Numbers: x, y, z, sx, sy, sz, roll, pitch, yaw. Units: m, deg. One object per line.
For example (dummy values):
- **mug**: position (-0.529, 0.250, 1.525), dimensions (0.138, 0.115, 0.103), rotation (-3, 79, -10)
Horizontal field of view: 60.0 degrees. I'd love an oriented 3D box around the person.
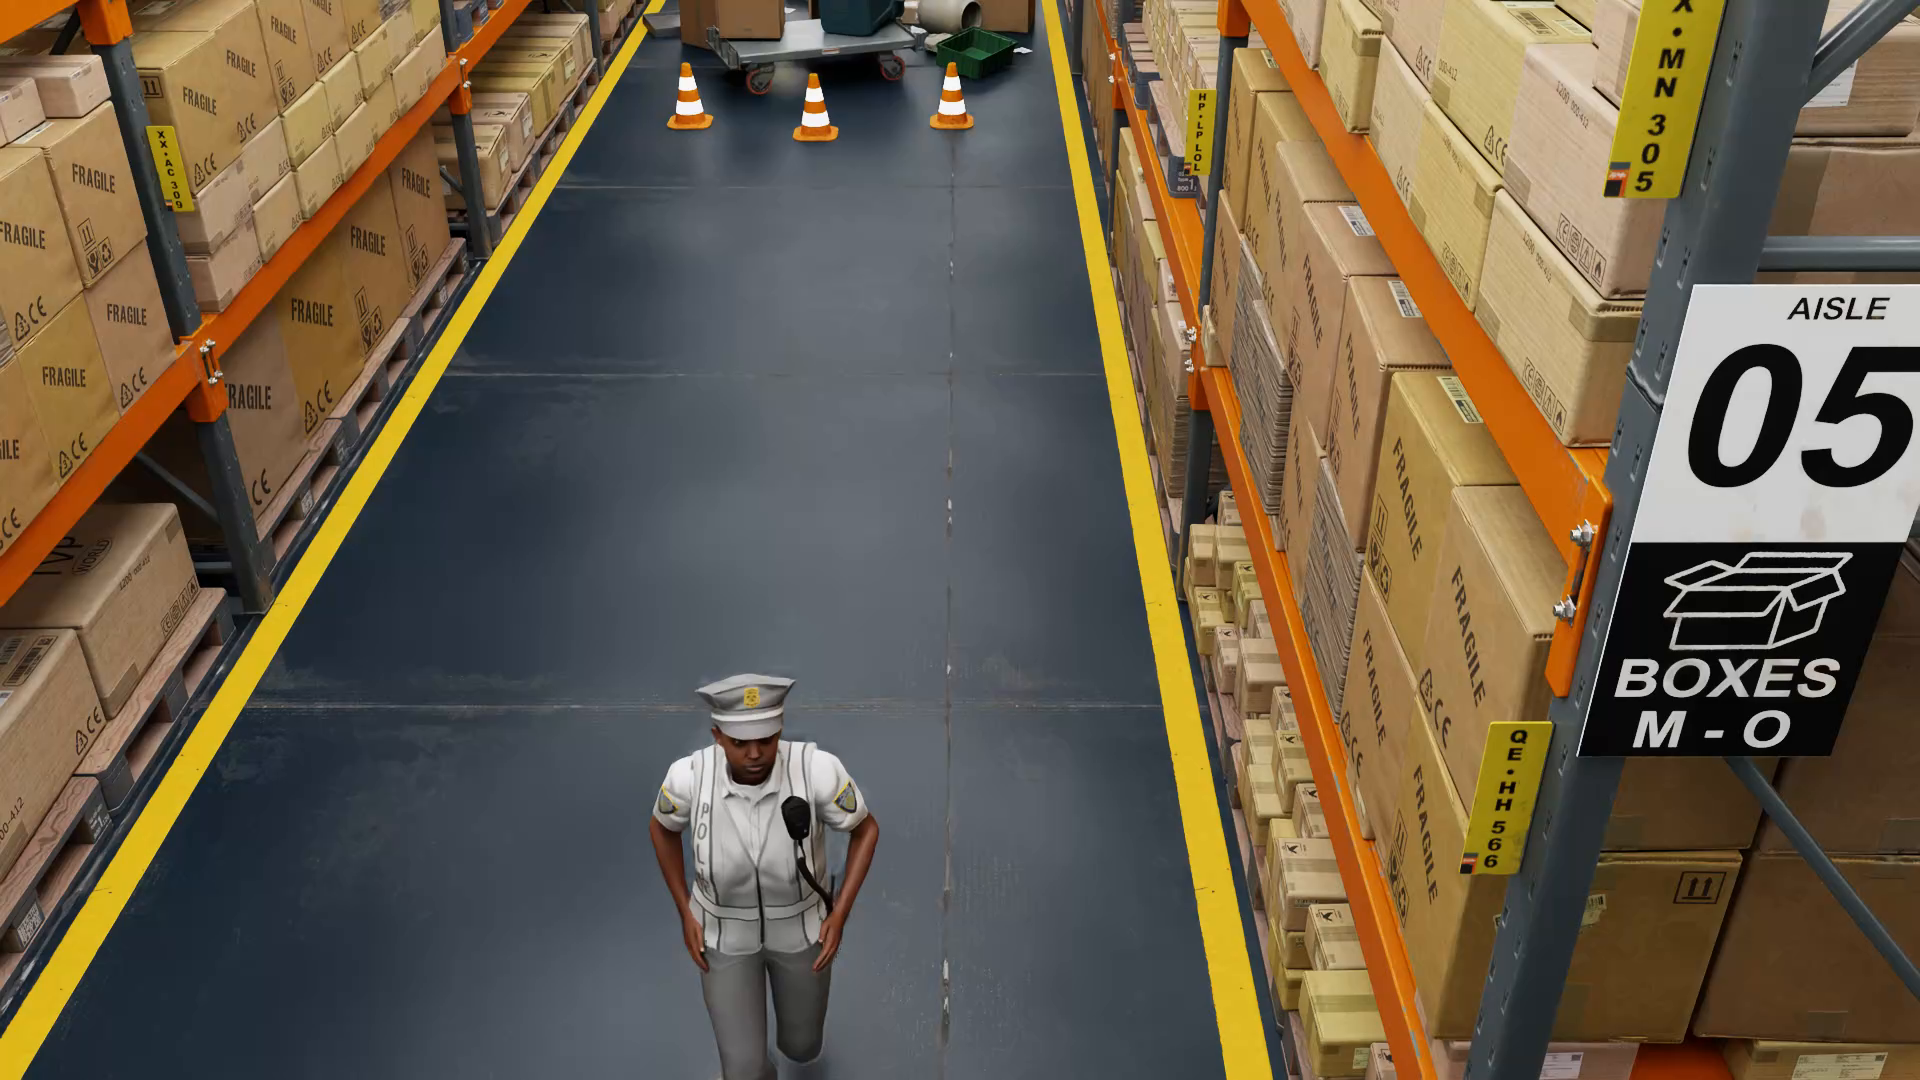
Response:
- **person**: position (-0.515, 1.008, 4.511), dimensions (0.606, 1.686, 0.677), rotation (-3, 32, -5)
